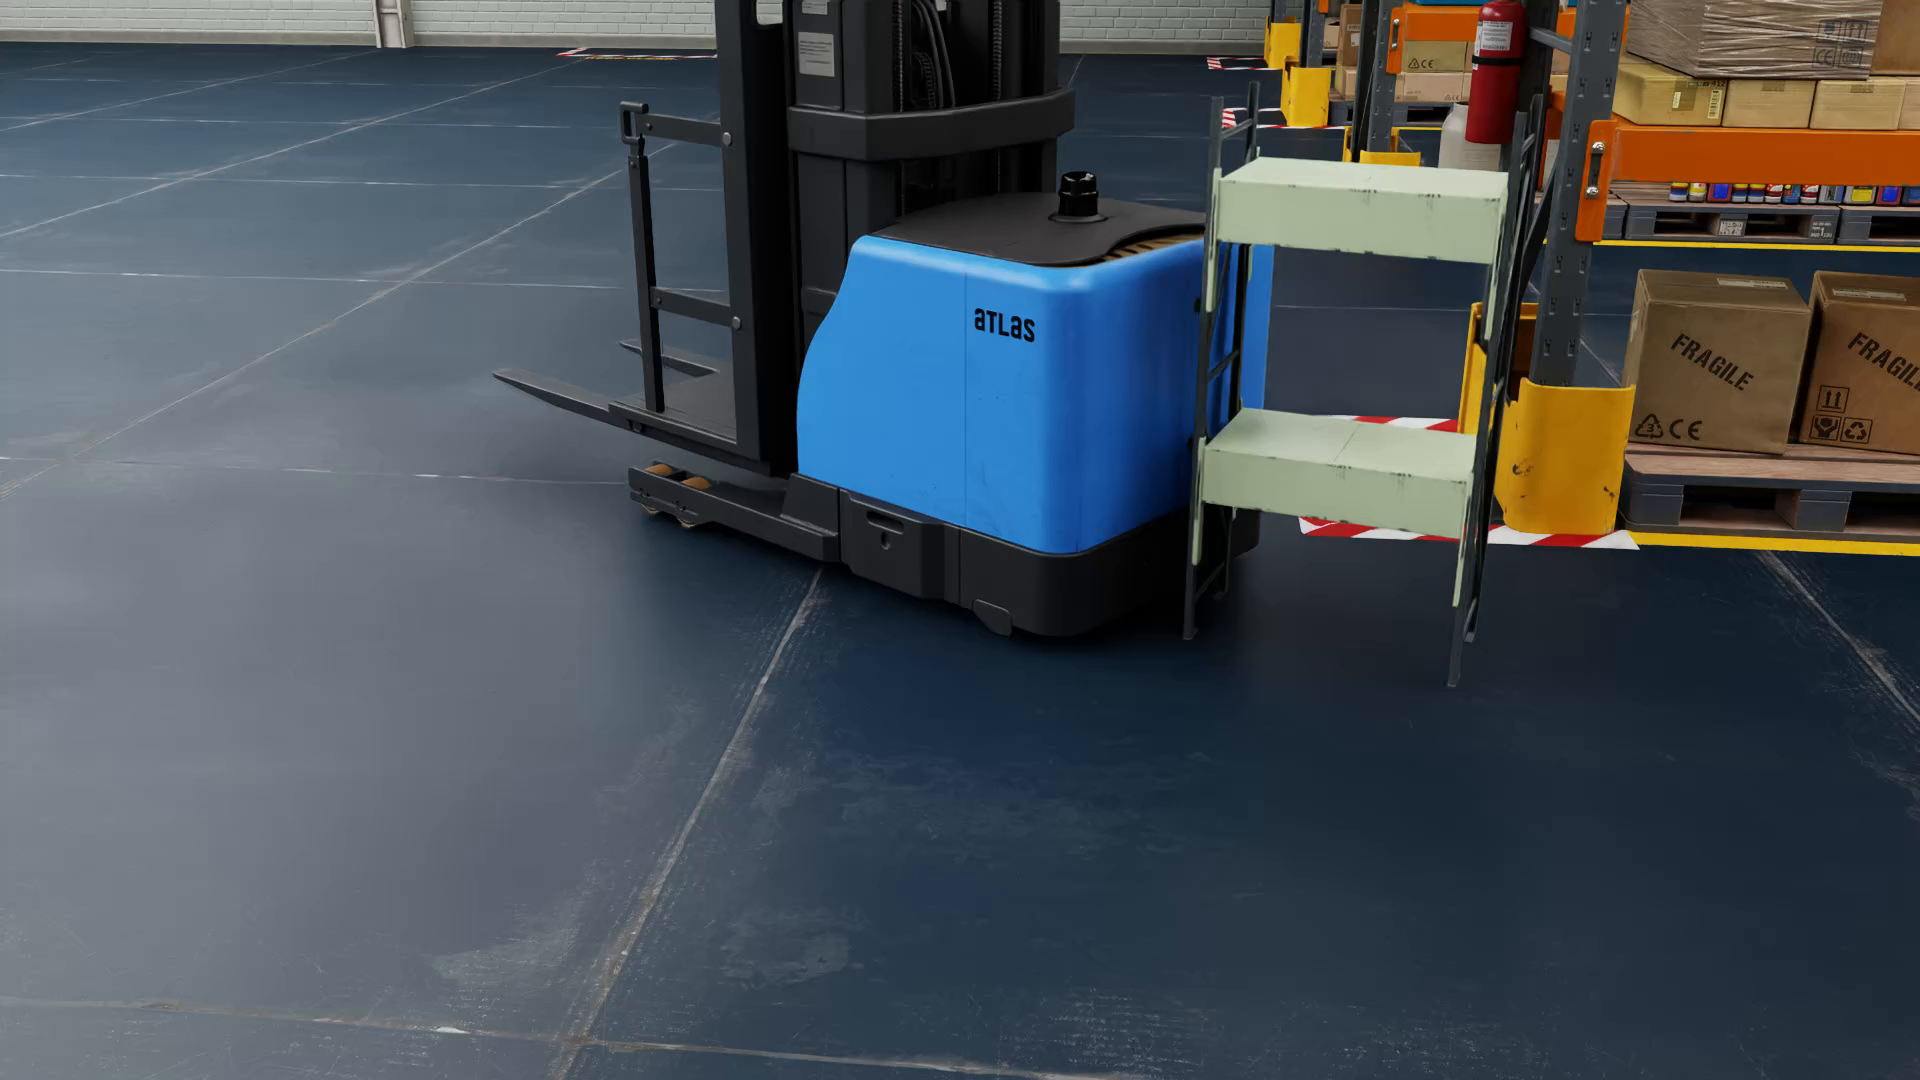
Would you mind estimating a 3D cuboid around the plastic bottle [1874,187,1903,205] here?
[{"bbox_3d":[5.510,-2.129,9.840,0.133,0.283,0.061,4,22,10],"label":"plastic bottle"}]

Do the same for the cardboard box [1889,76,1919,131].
[{"bbox_3d":[2.984,-1.376,5.181,0.250,0.149,0.380,2,22,6],"label":"cardboard box"}]

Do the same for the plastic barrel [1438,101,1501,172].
[{"bbox_3d":[3.231,-2.475,10.434,0.421,0.512,0.421,0,22,0],"label":"plastic barrel"}]

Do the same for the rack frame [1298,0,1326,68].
[{"bbox_3d":[3.155,-5.246,14.629,0.127,3.000,1.000,2,22,6],"label":"rack frame"}]

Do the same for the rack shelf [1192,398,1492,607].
[{"bbox_3d":[1.056,-0.119,4.588,0.720,0.370,0.431,9,23,22],"label":"rack shelf"}]

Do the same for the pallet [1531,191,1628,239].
[{"bbox_3d":[3.456,-2.118,10.509,1.213,0.211,1.003,2,22,6],"label":"pallet"}]

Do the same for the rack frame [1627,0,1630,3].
[{"bbox_3d":[7.707,-6.882,18.766,0.127,3.000,1.000,2,22,6],"label":"rack frame"}]

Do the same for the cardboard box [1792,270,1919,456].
[{"bbox_3d":[3.201,-0.616,5.746,0.500,0.500,0.500,8,23,20],"label":"cardboard box"}]

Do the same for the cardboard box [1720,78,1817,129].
[{"bbox_3d":[2.486,-1.395,5.231,0.250,0.149,0.380,2,22,6],"label":"cardboard box"}]

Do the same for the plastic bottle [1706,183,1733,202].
[{"bbox_3d":[4.555,-2.170,9.946,0.133,0.283,0.061,3,22,7],"label":"plastic bottle"}]

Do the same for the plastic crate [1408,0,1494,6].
[{"bbox_3d":[3.101,-3.456,10.304,0.616,0.251,0.499,2,22,6],"label":"plastic crate"}]

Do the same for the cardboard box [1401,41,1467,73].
[{"bbox_3d":[4.158,-4.386,14.602,0.500,0.500,0.500,2,22,6],"label":"cardboard box"}]

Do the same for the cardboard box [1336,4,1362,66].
[{"bbox_3d":[3.723,-4.597,15.136,0.500,0.500,0.500,2,22,6],"label":"cardboard box"}]

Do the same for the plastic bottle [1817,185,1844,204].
[{"bbox_3d":[5.195,-2.156,9.919,0.135,0.276,0.152,3,22,7],"label":"plastic bottle"}]

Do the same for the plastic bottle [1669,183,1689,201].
[{"bbox_3d":[4.332,-2.181,9.990,0.097,0.271,0.097,0,22,0],"label":"plastic bottle"}]

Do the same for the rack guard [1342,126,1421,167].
[{"bbox_3d":[2.649,-2.289,10.550,0.348,0.500,1.175,2,22,6],"label":"rack guard"}]

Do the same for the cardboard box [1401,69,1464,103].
[{"bbox_3d":[4.158,-4.038,14.742,0.500,0.250,0.500,2,22,6],"label":"cardboard box"}]

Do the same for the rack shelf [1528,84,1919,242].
[{"bbox_3d":[3.972,-1.208,5.394,4.000,0.370,1.077,2,22,6],"label":"rack shelf"}]

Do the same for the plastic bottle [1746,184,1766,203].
[{"bbox_3d":[4.772,-2.162,9.941,0.097,0.271,0.097,0,22,0],"label":"plastic bottle"}]

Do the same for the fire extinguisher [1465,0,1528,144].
[{"bbox_3d":[1.926,-1.766,5.933,0.183,0.674,0.296,2,22,6],"label":"fire extinguisher"}]

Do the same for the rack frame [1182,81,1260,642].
[{"bbox_3d":[0.721,-0.477,4.605,0.023,1.500,0.400,9,23,22],"label":"rack frame"}]

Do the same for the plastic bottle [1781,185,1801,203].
[{"bbox_3d":[4.973,-2.153,9.919,0.097,0.271,0.097,0,22,0],"label":"plastic bottle"}]

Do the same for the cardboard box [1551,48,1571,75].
[{"bbox_3d":[5.151,-4.341,14.489,0.500,0.500,0.500,2,22,6],"label":"cardboard box"}]

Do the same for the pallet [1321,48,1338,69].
[{"bbox_3d":[4.612,-5.707,19.587,1.213,0.211,1.003,2,22,6],"label":"pallet"}]

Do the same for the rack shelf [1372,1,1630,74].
[{"bbox_3d":[4.554,-3.017,9.968,4.000,0.370,1.077,2,22,6],"label":"rack shelf"}]

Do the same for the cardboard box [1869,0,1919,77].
[{"bbox_3d":[3.039,-1.802,5.378,0.500,0.500,0.875,2,22,6],"label":"cardboard box"}]

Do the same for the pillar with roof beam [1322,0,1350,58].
[{"bbox_3d":[4.025,-8.558,14.848,0.400,9.000,9.100,2,22,6],"label":"pillar with roof beam"}]

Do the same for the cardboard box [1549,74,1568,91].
[{"bbox_3d":[5.151,-3.993,14.628,0.500,0.250,0.500,2,22,6],"label":"cardboard box"}]

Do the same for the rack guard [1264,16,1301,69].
[{"bbox_3d":[3.810,-5.889,19.655,0.348,0.500,1.175,2,22,6],"label":"rack guard"}]

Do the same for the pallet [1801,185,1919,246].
[{"bbox_3d":[5.879,-2.012,10.242,1.213,0.211,1.003,2,22,6],"label":"pallet"}]

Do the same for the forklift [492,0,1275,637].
[{"bbox_3d":[-0.488,-1.530,5.323,3.031,2.935,1.130,18,28,39],"label":"forklift"}]

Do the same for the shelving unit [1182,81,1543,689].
[{"bbox_3d":[1.056,-0.422,4.468,0.755,1.500,0.431,9,23,22],"label":"shelving unit"}]

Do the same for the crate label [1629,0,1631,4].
[{"bbox_3d":[4.428,-3.473,10.097,0.616,0.435,0.502,2,22,6],"label":"crate label"}]
